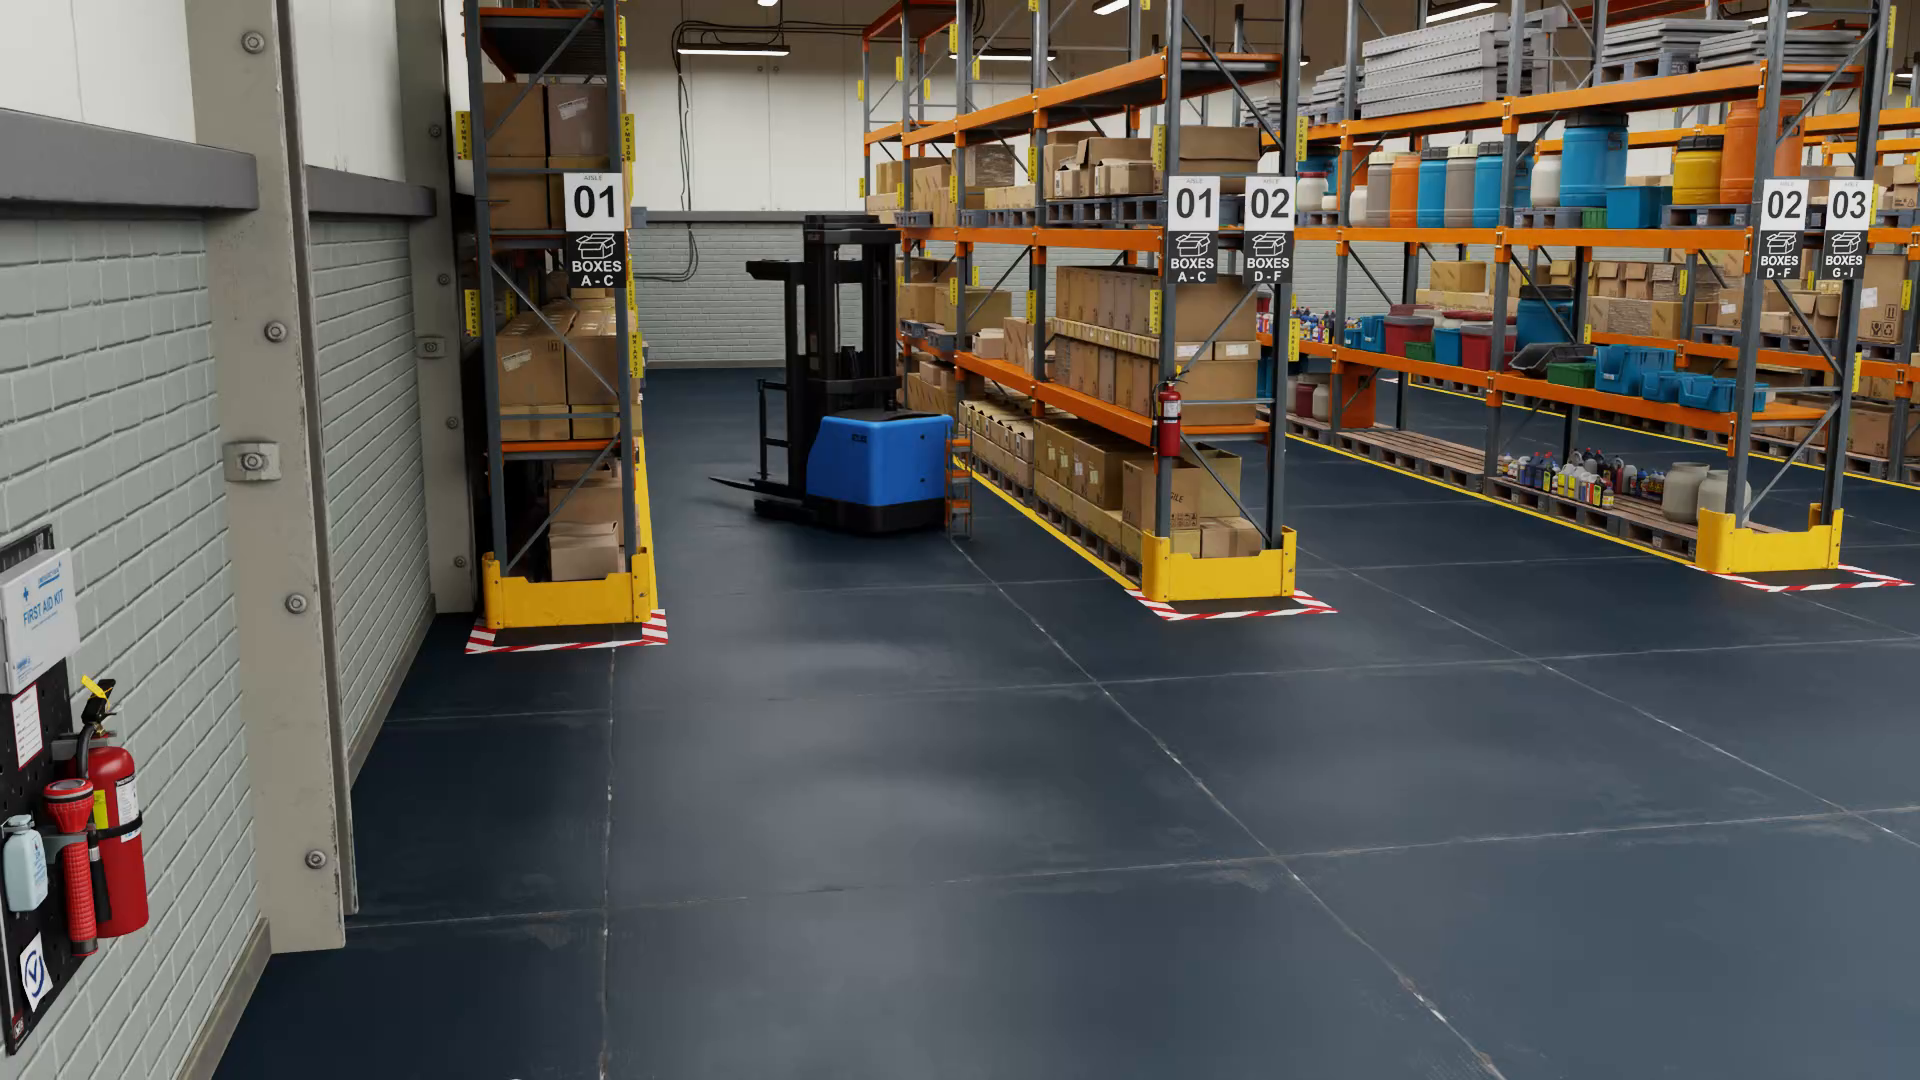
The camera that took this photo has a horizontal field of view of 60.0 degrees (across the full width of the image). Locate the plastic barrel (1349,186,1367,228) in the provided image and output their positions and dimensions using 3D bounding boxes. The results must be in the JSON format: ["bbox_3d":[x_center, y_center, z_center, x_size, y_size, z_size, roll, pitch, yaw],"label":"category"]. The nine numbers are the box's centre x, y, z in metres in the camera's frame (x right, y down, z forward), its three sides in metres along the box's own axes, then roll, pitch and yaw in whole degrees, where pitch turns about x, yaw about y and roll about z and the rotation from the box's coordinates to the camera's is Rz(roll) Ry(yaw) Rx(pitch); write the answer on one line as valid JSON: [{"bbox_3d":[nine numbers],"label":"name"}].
[{"bbox_3d":[5.078,-4.161,20.770,0.421,0.512,0.421,0,11,0],"label":"plastic barrel"}]

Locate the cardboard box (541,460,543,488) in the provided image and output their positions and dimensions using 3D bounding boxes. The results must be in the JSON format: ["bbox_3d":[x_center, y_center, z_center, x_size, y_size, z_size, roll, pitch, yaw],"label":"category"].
[{"bbox_3d":[-3.931,-0.823,17.059,0.700,0.500,0.500,-2,11,-12],"label":"cardboard box"}]

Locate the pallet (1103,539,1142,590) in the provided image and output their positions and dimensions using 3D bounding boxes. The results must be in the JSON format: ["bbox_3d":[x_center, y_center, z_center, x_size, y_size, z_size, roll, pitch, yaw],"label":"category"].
[{"bbox_3d":[1.825,0.177,13.757,1.003,0.211,1.213,-2,11,-11],"label":"pallet"}]

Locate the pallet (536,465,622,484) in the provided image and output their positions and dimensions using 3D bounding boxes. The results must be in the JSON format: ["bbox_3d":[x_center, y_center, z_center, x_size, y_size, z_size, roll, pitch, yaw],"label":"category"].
[{"bbox_3d":[-4.015,-0.604,17.860,1.003,0.211,1.213,-2,11,-11],"label":"pallet"}]

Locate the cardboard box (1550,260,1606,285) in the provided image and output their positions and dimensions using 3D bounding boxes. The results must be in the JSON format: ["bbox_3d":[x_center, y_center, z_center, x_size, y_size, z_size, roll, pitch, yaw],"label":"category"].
[{"bbox_3d":[9.531,-4.040,25.503,0.797,0.503,0.637,-2,11,-12],"label":"cardboard box"}]

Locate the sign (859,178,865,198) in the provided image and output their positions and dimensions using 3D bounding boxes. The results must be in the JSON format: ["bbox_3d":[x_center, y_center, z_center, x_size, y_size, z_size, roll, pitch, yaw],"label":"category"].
[{"bbox_3d":[-1.629,-5.872,27.719,0.100,0.325,0.005,-2,11,-11],"label":"sign"}]

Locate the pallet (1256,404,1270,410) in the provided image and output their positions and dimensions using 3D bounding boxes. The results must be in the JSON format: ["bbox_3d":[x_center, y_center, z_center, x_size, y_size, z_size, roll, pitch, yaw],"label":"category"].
[{"bbox_3d":[4.650,-1.922,24.783,1.003,0.211,1.213,-2,11,-11],"label":"pallet"}]

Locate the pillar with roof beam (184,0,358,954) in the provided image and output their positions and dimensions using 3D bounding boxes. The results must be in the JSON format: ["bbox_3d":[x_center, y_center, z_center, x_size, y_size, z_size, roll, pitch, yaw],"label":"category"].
[{"bbox_3d":[1.562,-2.974,6.807,9.100,9.000,0.400,-2,11,-11],"label":"pillar with roof beam"}]

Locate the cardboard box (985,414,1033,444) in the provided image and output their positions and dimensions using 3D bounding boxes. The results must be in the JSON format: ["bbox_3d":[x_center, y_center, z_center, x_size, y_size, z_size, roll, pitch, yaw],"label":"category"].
[{"bbox_3d":[0.581,-1.262,18.589,0.500,0.311,0.500,-2,11,-12],"label":"cardboard box"}]

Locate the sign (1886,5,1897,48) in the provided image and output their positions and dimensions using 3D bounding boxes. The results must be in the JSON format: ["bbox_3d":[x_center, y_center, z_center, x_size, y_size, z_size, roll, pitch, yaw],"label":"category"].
[{"bbox_3d":[7.415,-4.097,13.270,0.100,0.325,0.005,-2,11,-11],"label":"sign"}]

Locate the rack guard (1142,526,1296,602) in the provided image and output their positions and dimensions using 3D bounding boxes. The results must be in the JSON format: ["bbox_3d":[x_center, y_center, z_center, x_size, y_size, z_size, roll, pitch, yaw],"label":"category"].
[{"bbox_3d":[2.020,0.178,12.978,1.175,0.500,0.348,-2,11,-11],"label":"rack guard"}]

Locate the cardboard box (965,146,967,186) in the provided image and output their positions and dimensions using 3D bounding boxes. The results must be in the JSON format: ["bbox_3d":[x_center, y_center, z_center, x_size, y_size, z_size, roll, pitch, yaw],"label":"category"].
[{"bbox_3d":[0.281,-4.709,21.006,0.500,0.500,0.500,-2,11,-11],"label":"cardboard box"}]

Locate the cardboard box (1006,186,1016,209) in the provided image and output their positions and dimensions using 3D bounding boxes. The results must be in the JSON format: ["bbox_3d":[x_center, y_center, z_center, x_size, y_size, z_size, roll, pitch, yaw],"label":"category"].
[{"bbox_3d":[0.822,-3.846,18.689,0.500,0.250,0.500,-2,11,-12],"label":"cardboard box"}]

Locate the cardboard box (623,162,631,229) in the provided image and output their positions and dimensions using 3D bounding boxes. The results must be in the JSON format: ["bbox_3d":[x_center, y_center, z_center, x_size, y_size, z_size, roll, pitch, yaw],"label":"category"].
[{"bbox_3d":[-2.733,-2.576,12.420,0.500,0.500,0.500,-1,11,-7],"label":"cardboard box"}]

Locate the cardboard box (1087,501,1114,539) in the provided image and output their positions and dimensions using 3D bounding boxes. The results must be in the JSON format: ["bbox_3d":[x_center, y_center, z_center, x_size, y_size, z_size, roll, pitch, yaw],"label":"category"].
[{"bbox_3d":[1.413,-0.180,14.407,0.500,0.250,0.500,-2,11,-11],"label":"cardboard box"}]

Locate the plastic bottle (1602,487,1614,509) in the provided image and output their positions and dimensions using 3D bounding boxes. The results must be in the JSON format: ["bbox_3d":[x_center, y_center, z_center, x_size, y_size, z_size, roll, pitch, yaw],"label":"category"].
[{"bbox_3d":[6.087,-0.396,15.617,0.097,0.201,0.097,0,11,0],"label":"plastic bottle"}]

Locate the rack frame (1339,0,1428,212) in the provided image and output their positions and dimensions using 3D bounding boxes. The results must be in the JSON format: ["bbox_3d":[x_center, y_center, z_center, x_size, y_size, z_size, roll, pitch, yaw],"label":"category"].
[{"bbox_3d":[5.318,-5.648,20.858,1.000,3.000,0.127,-2,11,-11],"label":"rack frame"}]

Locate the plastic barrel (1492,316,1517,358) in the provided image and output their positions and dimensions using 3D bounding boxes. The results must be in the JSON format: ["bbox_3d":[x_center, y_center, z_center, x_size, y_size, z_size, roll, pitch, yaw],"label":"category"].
[{"bbox_3d":[6.125,-2.218,18.516,0.433,0.535,0.433,0,11,0],"label":"plastic barrel"}]

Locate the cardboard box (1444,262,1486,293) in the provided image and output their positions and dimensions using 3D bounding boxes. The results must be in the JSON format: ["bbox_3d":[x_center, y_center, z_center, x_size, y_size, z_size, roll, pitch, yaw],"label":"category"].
[{"bbox_3d":[8.653,-4.505,28.496,0.500,0.500,0.500,-2,11,-13],"label":"cardboard box"}]

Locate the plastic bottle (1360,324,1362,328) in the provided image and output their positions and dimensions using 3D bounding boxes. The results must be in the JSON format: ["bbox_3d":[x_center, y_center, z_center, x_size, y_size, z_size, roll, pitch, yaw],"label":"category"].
[{"bbox_3d":[5.461,-2.816,22.355,0.152,0.276,0.135,-2,11,-11],"label":"plastic bottle"}]

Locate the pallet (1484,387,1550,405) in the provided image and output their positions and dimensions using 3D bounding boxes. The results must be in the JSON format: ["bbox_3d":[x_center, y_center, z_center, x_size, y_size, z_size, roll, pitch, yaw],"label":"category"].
[{"bbox_3d":[9.328,-2.387,27.228,1.003,0.211,1.213,-2,11,-11],"label":"pallet"}]

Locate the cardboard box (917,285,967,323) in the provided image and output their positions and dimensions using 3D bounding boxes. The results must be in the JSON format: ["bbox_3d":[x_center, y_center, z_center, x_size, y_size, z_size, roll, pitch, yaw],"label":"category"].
[{"bbox_3d":[-0.250,-3.292,23.132,0.700,0.500,0.500,0,11,-2],"label":"cardboard box"}]

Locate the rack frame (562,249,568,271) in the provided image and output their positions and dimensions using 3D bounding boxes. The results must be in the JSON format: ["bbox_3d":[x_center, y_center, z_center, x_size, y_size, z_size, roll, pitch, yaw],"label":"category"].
[{"bbox_3d":[-5.955,-3.808,27.235,1.000,3.000,0.127,-2,11,-11],"label":"rack frame"}]

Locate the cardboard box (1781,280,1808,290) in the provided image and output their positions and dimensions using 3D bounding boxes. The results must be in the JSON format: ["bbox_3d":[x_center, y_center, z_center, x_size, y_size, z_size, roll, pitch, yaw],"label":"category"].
[{"bbox_3d":[13.913,-4.050,27.445,0.500,0.500,0.500,-2,11,-11],"label":"cardboard box"}]

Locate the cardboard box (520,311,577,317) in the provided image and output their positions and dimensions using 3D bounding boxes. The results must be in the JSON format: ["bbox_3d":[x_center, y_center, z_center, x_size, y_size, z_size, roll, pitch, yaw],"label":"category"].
[{"bbox_3d":[-3.735,-1.818,15.121,0.500,0.500,0.500,-2,11,-12],"label":"cardboard box"}]

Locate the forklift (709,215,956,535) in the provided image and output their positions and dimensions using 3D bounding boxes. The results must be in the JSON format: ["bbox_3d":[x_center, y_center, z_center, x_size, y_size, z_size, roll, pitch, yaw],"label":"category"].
[{"bbox_3d":[-1.393,-1.709,16.389,1.130,2.935,3.031,-9,14,-41],"label":"forklift"}]

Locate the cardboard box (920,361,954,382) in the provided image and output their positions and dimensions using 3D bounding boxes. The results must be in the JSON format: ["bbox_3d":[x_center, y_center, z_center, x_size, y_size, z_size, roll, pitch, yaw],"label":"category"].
[{"bbox_3d":[-0.269,-2.331,22.977,0.500,0.250,0.500,-2,11,-11],"label":"cardboard box"}]

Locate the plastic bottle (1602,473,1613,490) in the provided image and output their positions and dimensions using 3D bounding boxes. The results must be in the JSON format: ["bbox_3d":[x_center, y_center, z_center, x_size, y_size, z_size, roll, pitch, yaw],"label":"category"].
[{"bbox_3d":[6.169,-0.488,15.878,0.061,0.283,0.133,-2,11,-11],"label":"plastic bottle"}]

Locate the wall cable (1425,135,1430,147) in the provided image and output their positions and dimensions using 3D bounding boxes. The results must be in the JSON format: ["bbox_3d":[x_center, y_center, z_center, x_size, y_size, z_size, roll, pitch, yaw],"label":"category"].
[{"bbox_3d":[10.902,-10.038,35.320,2.277,5.999,0.120,-2,11,-11],"label":"wall cable"}]

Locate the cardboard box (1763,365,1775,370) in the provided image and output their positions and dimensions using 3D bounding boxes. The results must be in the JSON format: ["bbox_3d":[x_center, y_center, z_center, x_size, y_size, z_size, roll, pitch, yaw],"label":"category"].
[{"bbox_3d":[13.776,-2.873,28.026,0.380,0.149,0.250,-3,11,-13],"label":"cardboard box"}]

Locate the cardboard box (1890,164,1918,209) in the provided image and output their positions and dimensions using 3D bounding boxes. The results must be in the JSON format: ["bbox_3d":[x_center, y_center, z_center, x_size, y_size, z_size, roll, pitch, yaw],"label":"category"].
[{"bbox_3d":[10.961,-3.968,18.653,0.797,0.503,0.637,-3,11,-14],"label":"cardboard box"}]

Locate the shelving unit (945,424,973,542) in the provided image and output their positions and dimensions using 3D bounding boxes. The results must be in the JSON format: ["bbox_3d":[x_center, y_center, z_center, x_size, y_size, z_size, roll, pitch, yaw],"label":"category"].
[{"bbox_3d":[-0.010,-0.526,15.203,0.215,1.050,0.252,-2,11,-11],"label":"shelving unit"}]

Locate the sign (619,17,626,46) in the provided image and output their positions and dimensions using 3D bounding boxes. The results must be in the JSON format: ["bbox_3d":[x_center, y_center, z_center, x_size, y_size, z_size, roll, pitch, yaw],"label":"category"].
[{"bbox_3d":[-3.869,-5.807,18.984,0.100,0.325,0.005,-2,11,-11],"label":"sign"}]

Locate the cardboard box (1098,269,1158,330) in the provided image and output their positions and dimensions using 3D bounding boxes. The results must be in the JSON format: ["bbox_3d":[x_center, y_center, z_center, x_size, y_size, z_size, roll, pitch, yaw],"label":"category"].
[{"bbox_3d":[1.622,-2.117,14.614,0.700,0.500,0.500,-2,11,-11],"label":"cardboard box"}]

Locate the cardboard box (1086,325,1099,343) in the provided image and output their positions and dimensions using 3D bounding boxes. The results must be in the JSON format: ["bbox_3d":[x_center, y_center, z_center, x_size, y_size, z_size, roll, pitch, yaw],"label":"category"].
[{"bbox_3d":[1.354,-1.863,15.015,0.380,0.149,0.250,-2,11,-13],"label":"cardboard box"}]

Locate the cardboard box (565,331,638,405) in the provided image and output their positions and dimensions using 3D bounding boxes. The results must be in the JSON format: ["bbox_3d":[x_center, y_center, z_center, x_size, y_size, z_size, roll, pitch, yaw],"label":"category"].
[{"bbox_3d":[-2.641,-1.277,12.277,0.500,0.500,0.500,-2,11,-11],"label":"cardboard box"}]

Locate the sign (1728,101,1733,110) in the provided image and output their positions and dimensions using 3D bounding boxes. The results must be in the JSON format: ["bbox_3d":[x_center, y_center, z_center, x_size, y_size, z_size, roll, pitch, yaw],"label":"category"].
[{"bbox_3d":[14.054,-8.011,30.348,0.100,0.325,0.005,-2,11,-11],"label":"sign"}]

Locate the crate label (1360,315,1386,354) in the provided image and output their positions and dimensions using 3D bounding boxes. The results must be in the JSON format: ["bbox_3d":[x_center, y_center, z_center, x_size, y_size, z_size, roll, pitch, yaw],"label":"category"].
[{"bbox_3d":[5.246,-2.526,20.407,0.502,0.435,0.616,-2,11,-11],"label":"crate label"}]

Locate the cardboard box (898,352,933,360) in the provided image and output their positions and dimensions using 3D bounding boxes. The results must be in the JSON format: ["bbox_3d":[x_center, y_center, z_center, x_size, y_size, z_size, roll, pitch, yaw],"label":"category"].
[{"bbox_3d":[-0.750,-2.886,27.901,0.500,0.500,0.500,-2,11,-11],"label":"cardboard box"}]

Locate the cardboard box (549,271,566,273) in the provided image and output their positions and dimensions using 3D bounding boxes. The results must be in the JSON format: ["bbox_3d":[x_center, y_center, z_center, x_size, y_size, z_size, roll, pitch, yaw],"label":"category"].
[{"bbox_3d":[-5.343,-3.554,22.778,0.500,0.250,0.500,-2,11,-9],"label":"cardboard box"}]

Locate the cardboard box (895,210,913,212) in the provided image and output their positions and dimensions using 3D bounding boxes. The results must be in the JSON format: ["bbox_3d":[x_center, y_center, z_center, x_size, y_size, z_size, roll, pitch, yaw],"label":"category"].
[{"bbox_3d":[-0.675,-4.735,24.482,0.500,0.250,0.500,-2,11,-11],"label":"cardboard box"}]

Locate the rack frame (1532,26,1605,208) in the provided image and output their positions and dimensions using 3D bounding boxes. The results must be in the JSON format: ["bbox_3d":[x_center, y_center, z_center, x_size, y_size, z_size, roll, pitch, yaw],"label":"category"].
[{"bbox_3d":[9.399,-6.562,25.659,1.000,3.000,0.127,-2,11,-11],"label":"rack frame"}]

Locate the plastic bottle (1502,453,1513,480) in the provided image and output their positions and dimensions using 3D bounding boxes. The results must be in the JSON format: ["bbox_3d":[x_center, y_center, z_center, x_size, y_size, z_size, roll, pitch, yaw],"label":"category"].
[{"bbox_3d":[5.728,-0.769,17.388,0.097,0.271,0.097,0,11,0],"label":"plastic bottle"}]

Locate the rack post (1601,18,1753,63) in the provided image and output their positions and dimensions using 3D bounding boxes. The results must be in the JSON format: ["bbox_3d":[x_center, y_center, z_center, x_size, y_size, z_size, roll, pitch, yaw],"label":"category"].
[{"bbox_3d":[6.467,-4.498,15.017,0.937,0.300,0.954,-2,11,-12],"label":"rack post"}]

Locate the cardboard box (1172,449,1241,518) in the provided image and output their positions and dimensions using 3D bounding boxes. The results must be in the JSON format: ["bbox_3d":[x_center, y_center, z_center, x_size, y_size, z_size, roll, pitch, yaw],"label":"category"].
[{"bbox_3d":[2.030,-0.476,13.956,0.500,0.500,0.500,-2,11,-11],"label":"cardboard box"}]

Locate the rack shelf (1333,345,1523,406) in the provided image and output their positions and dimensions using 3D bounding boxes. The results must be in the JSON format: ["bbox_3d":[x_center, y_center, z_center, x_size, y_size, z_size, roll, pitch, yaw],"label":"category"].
[{"bbox_3d":[5.707,-1.981,19.559,1.077,0.370,4.000,-2,11,-11],"label":"rack shelf"}]

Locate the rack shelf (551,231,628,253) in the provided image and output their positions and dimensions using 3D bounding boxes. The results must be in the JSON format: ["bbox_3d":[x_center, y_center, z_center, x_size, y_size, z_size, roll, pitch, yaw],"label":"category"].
[{"bbox_3d":[-4.788,-3.828,21.240,1.077,0.370,4.000,-2,11,-11],"label":"rack shelf"}]

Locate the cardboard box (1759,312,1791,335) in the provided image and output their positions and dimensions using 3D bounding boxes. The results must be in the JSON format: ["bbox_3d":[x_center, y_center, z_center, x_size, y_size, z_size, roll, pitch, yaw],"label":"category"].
[{"bbox_3d":[10.277,-2.698,20.681,0.500,0.250,0.500,-2,11,-13],"label":"cardboard box"}]

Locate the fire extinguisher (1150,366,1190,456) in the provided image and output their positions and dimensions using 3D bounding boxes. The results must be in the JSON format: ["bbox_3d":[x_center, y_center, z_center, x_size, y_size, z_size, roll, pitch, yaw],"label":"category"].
[{"bbox_3d":[1.582,-0.978,12.572,0.296,0.674,0.183,-2,11,-11],"label":"fire extinguisher"}]

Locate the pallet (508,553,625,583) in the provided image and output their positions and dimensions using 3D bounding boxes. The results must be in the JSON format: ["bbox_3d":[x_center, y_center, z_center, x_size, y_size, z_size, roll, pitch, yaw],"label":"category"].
[{"bbox_3d":[-2.982,0.332,12.941,1.003,0.211,1.213,-2,11,-11],"label":"pallet"}]

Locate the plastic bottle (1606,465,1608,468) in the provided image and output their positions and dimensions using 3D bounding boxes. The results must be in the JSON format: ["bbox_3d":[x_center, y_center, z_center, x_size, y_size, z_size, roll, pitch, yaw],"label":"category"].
[{"bbox_3d":[6.614,-0.678,16.878,0.061,0.283,0.133,-1,11,-7],"label":"plastic bottle"}]

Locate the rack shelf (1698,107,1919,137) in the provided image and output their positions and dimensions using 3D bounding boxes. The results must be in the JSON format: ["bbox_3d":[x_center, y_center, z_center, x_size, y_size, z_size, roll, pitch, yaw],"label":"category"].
[{"bbox_3d":[10.566,-4.912,19.982,1.077,0.370,4.000,-2,11,-11],"label":"rack shelf"}]

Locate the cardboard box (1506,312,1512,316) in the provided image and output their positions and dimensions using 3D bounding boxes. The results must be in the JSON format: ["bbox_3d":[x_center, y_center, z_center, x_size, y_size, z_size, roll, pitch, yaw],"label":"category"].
[{"bbox_3d":[8.968,-3.583,26.723,0.380,0.149,0.250,-2,11,-10],"label":"cardboard box"}]
